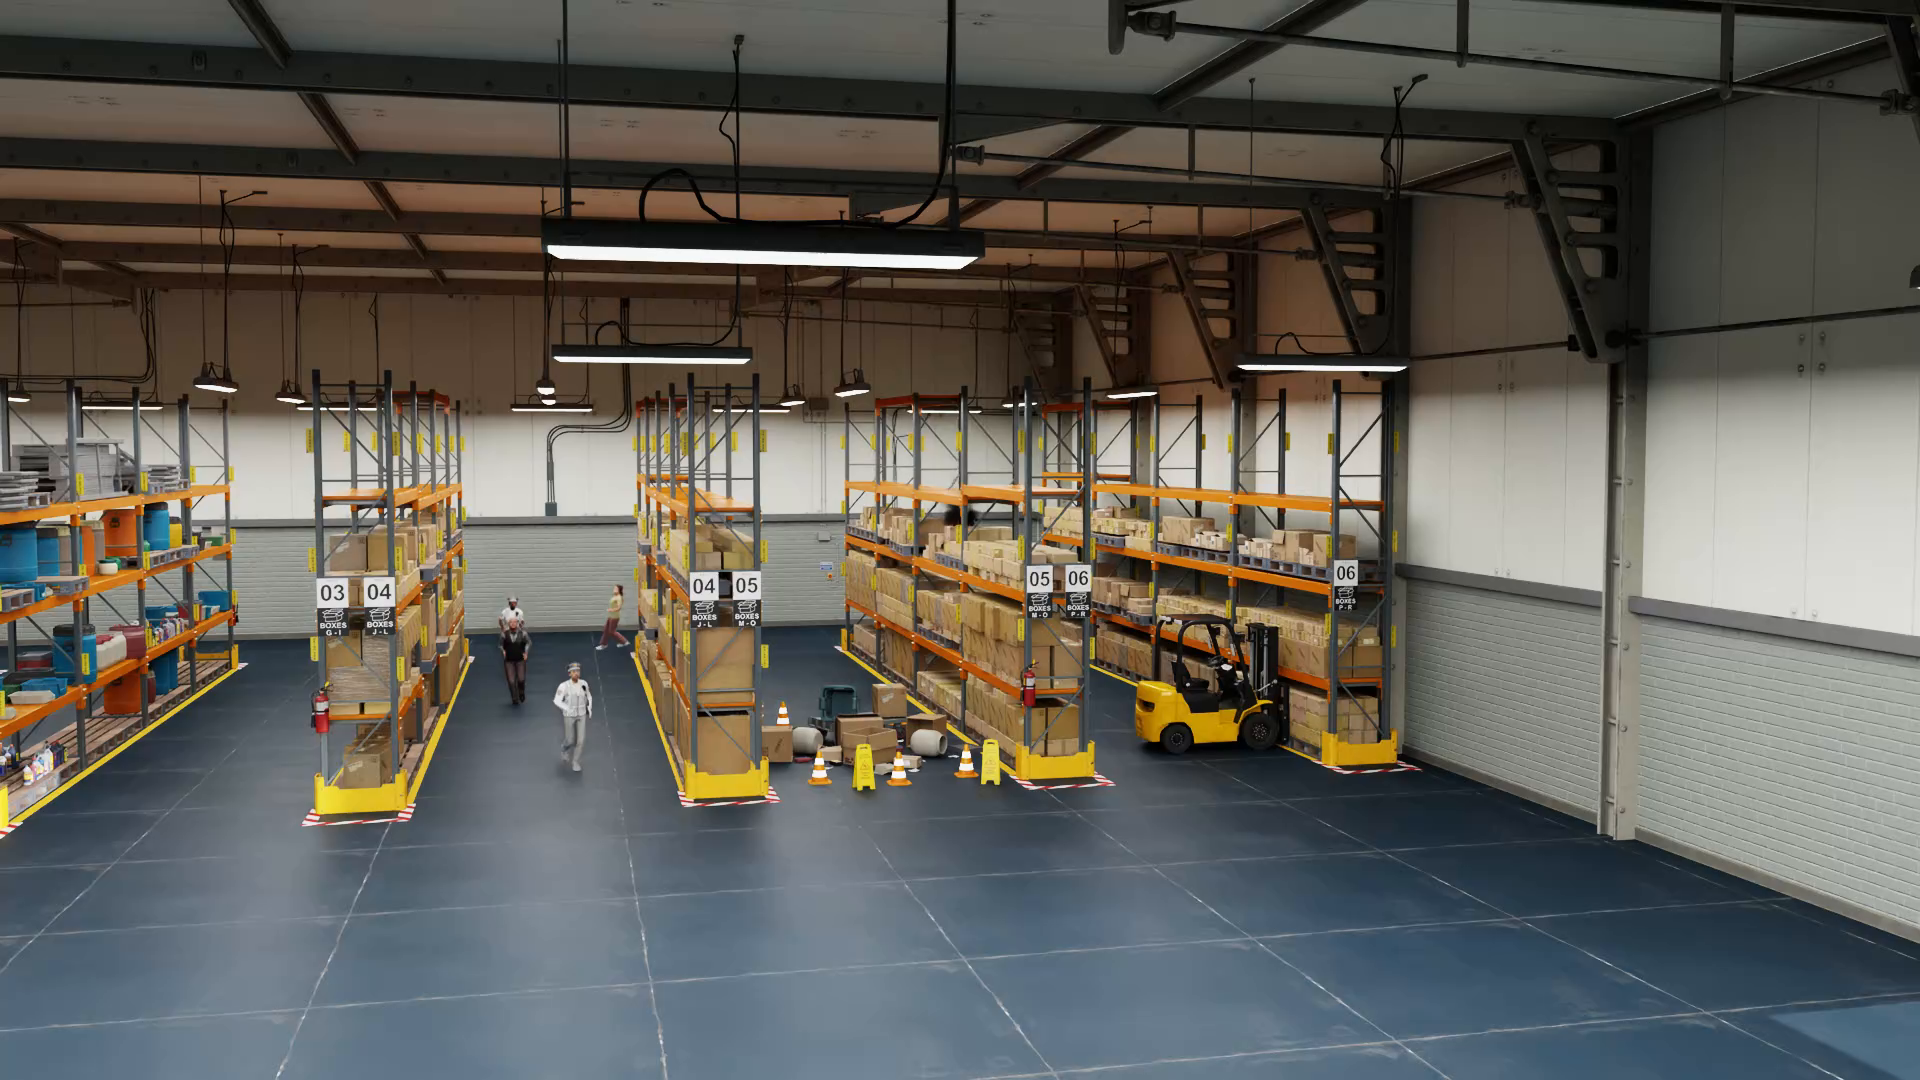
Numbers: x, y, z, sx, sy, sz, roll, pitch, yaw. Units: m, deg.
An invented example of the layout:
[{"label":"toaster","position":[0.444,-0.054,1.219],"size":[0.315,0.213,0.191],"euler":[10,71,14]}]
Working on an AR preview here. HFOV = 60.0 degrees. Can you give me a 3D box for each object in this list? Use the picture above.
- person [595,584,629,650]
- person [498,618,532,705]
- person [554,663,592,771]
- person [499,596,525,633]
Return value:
[{"label":"person","position":[-8.403,1.876,40.148],"size":[0.806,1.617,0.686],"euler":[-1,3,-15]},{"label":"person","position":[-8.502,2.322,31.747],"size":[0.635,1.673,0.563],"euler":[-1,3,-12]},{"label":"person","position":[-5.927,2.697,25.560],"size":[0.616,1.657,0.620],"euler":[-2,4,-31]},{"label":"person","position":[-9.819,2.059,36.444],"size":[0.548,1.667,0.619],"euler":[-1,3,-16]}]
